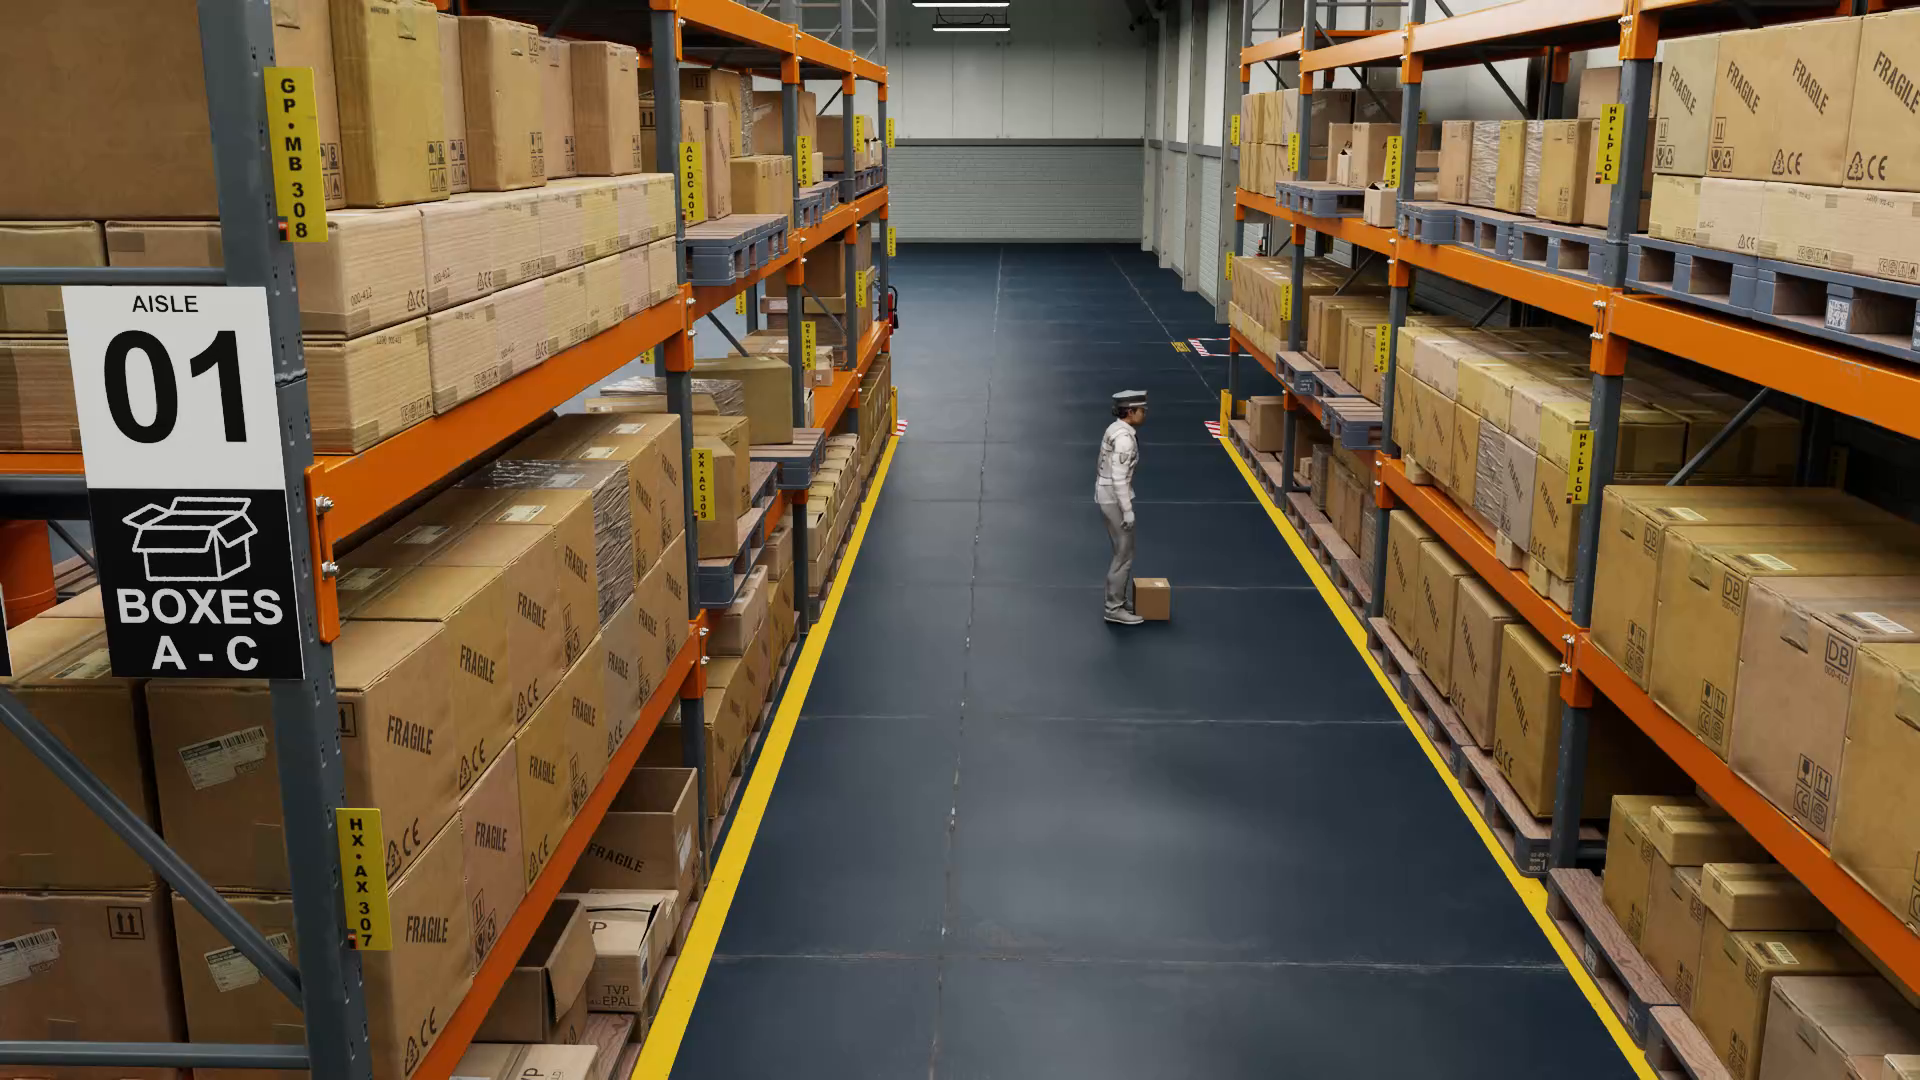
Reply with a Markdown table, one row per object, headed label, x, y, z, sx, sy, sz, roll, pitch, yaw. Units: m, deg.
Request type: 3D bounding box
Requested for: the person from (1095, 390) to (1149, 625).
| label | x | y | z | sx | sy | sz | roll | pitch | yaw |
| --- | --- | --- | --- | --- | --- | --- | --- | --- | --- |
| person | 1.177 | -0.252 | 12.001 | 0.402 | 1.664 | 0.529 | 0 | 14 | 2 |
